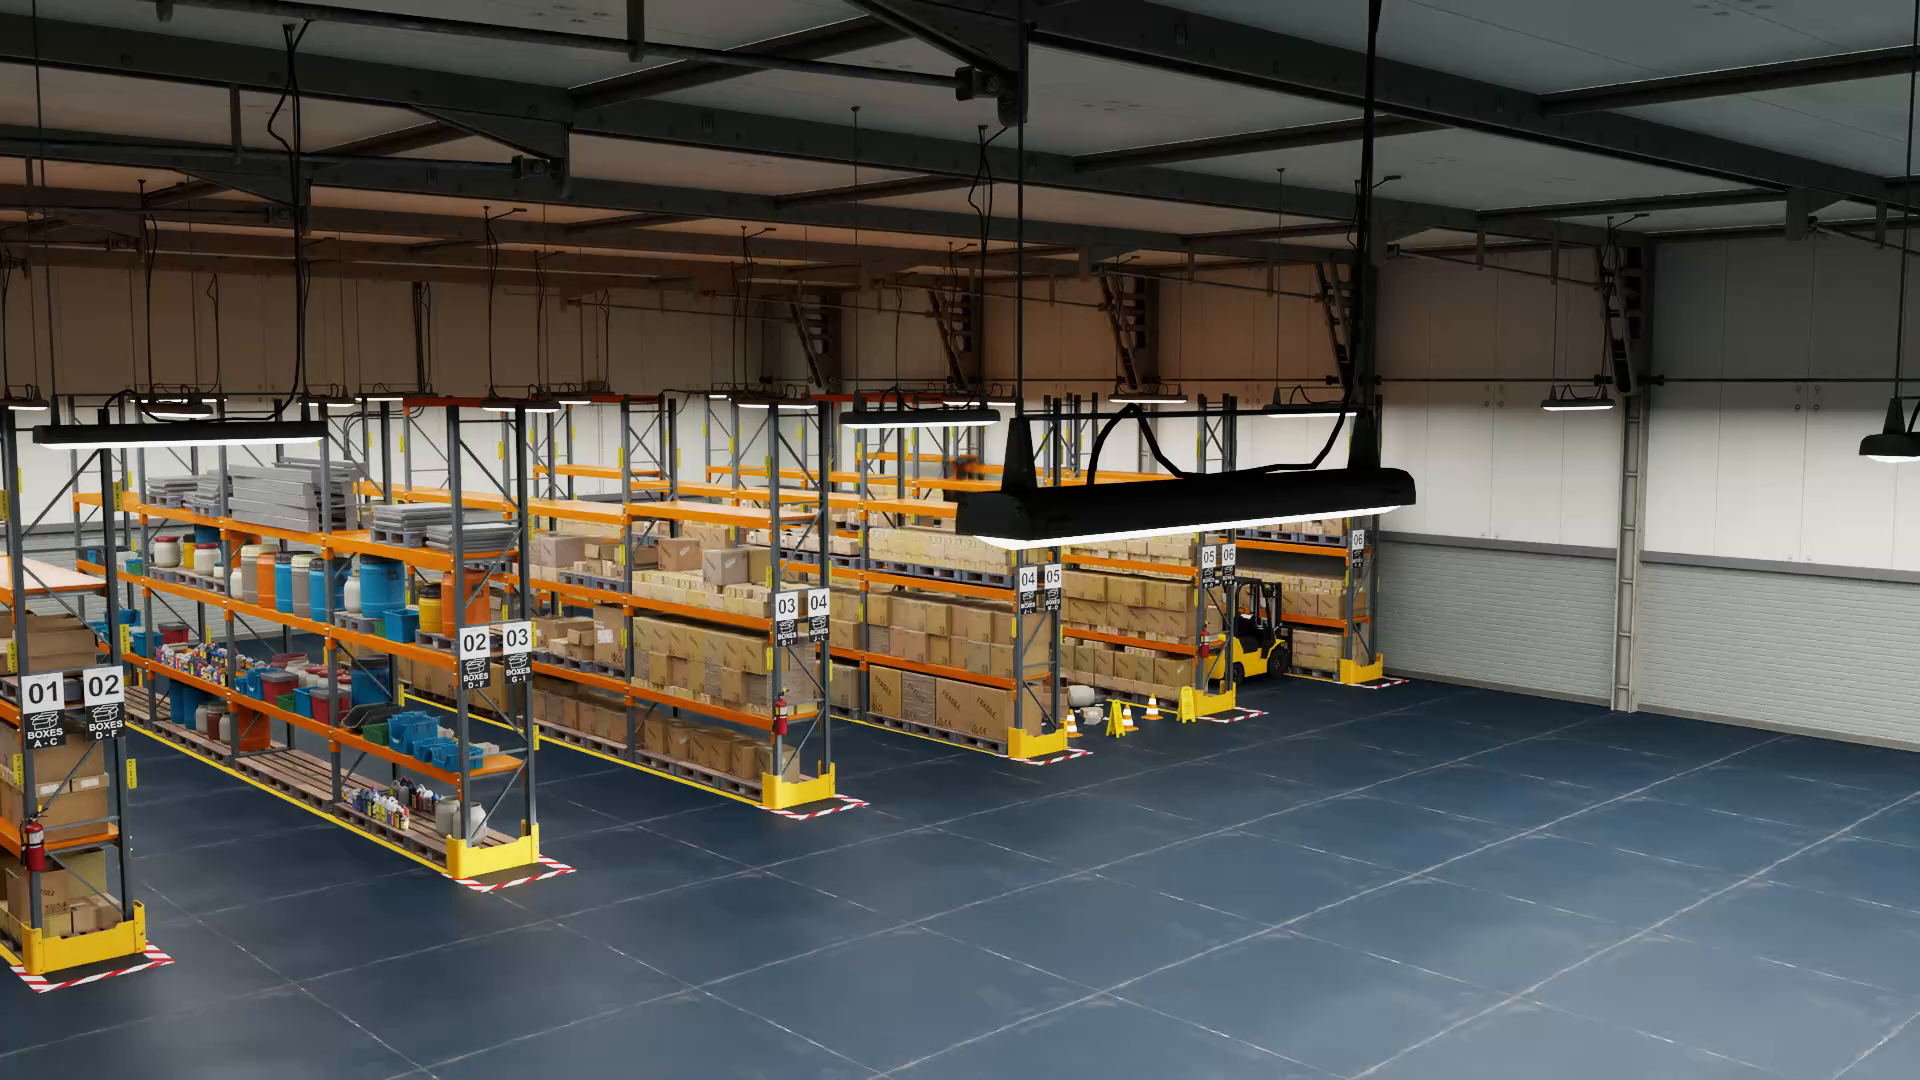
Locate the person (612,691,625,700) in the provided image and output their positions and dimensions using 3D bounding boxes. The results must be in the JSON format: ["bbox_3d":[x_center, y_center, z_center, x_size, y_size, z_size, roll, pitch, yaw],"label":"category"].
[{"bbox_3d":[-6.422,2.390,32.001,0.694,1.703,0.649,3,7,32],"label":"person"}]
